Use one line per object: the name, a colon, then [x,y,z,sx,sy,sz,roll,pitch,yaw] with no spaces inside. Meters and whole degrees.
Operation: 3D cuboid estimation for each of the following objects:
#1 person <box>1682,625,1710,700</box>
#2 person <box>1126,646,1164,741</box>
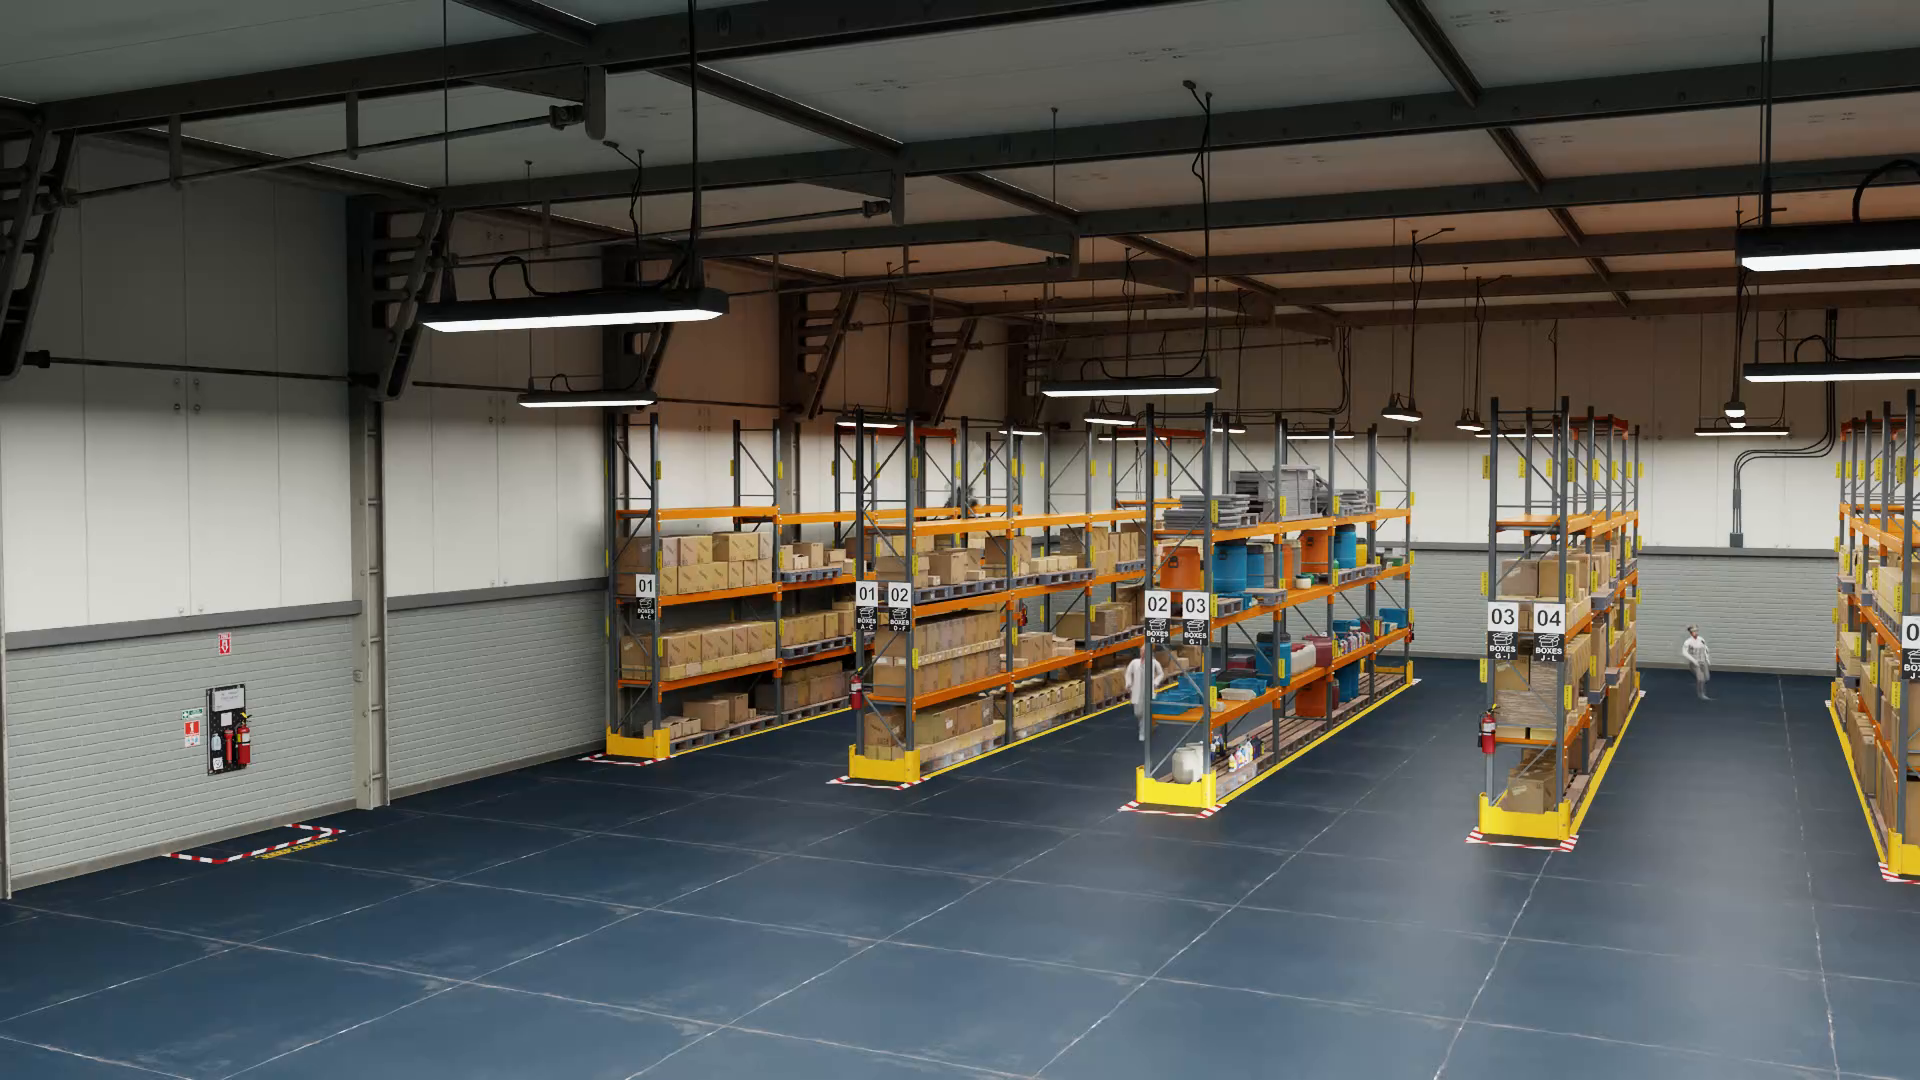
person: [16.052,2.665,36.225,0.661,1.637,0.490,0,2,-5]
person: [3.446,2.847,31.060,0.724,1.752,0.653,1,2,14]
